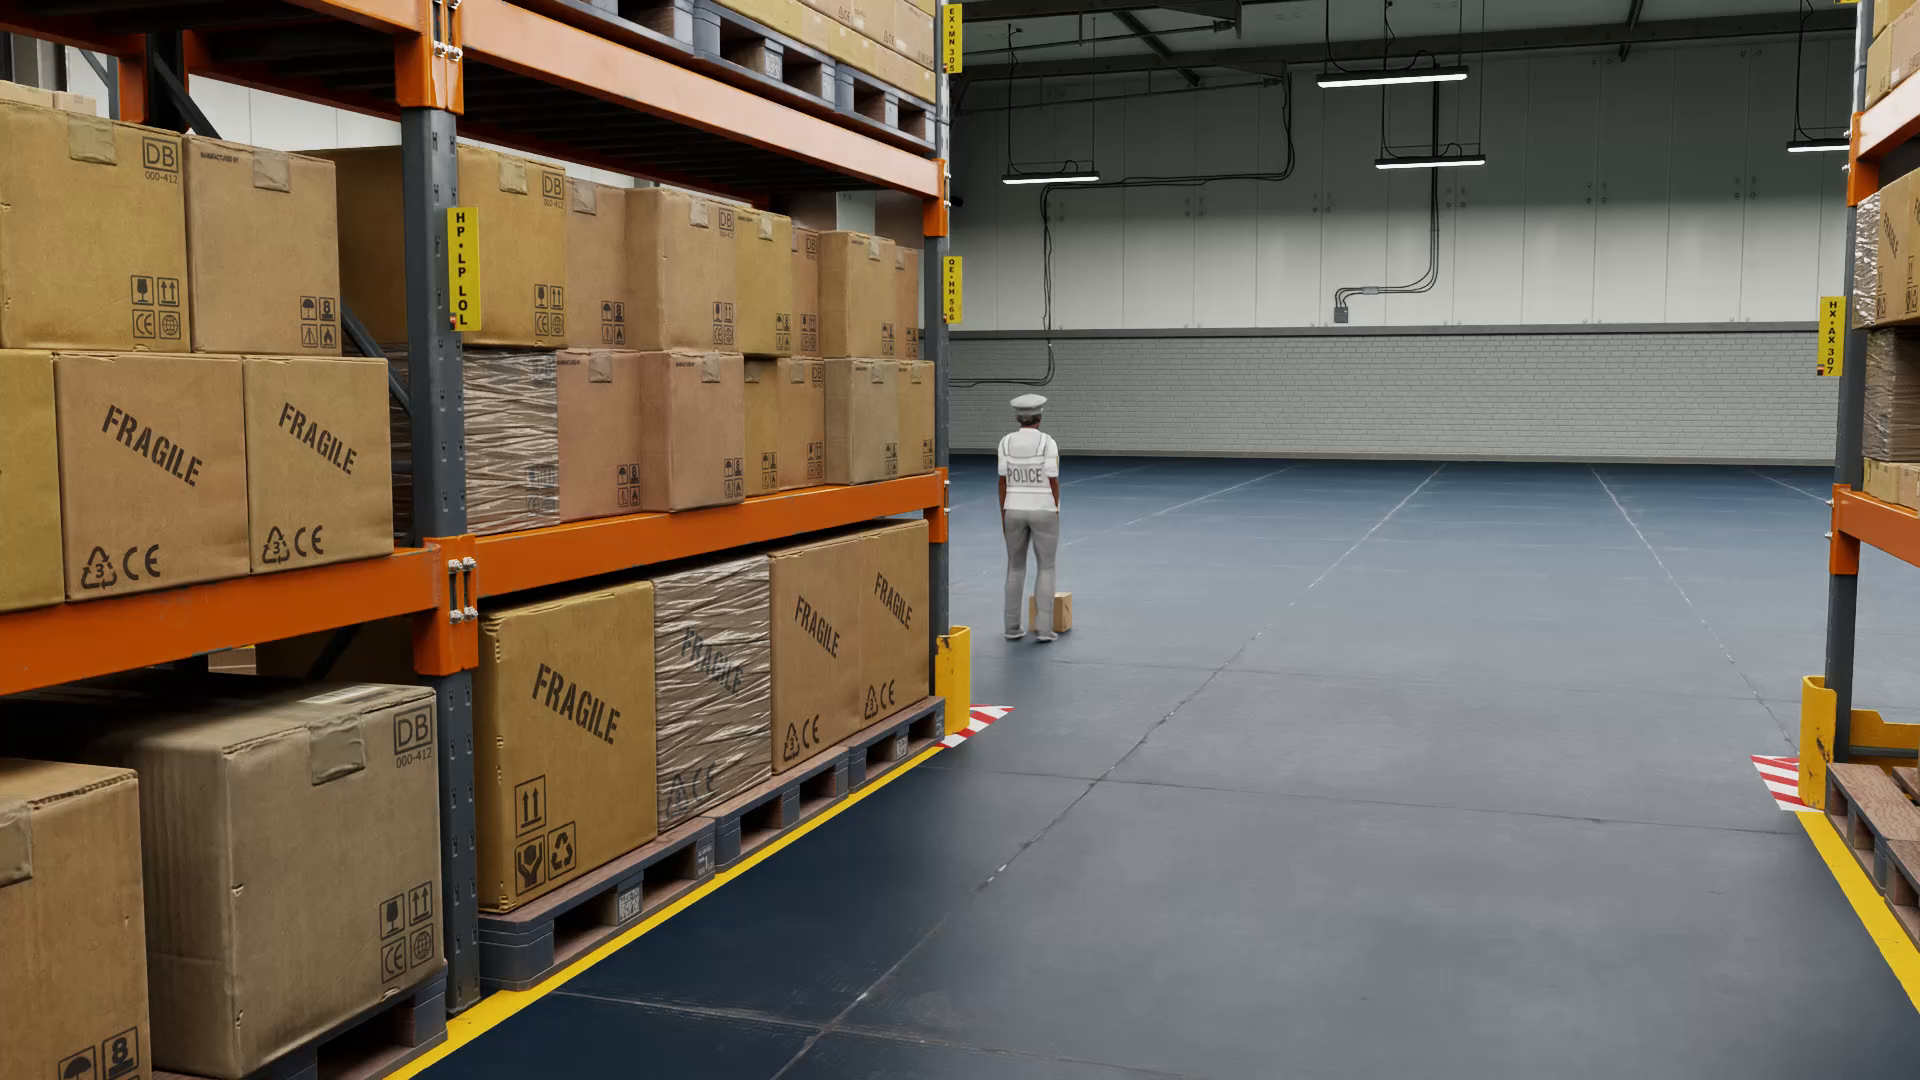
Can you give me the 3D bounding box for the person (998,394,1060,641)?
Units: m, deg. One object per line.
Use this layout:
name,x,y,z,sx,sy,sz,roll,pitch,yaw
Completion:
person,0.475,-0.151,11.349,0.436,1.688,0.340,2,6,20
